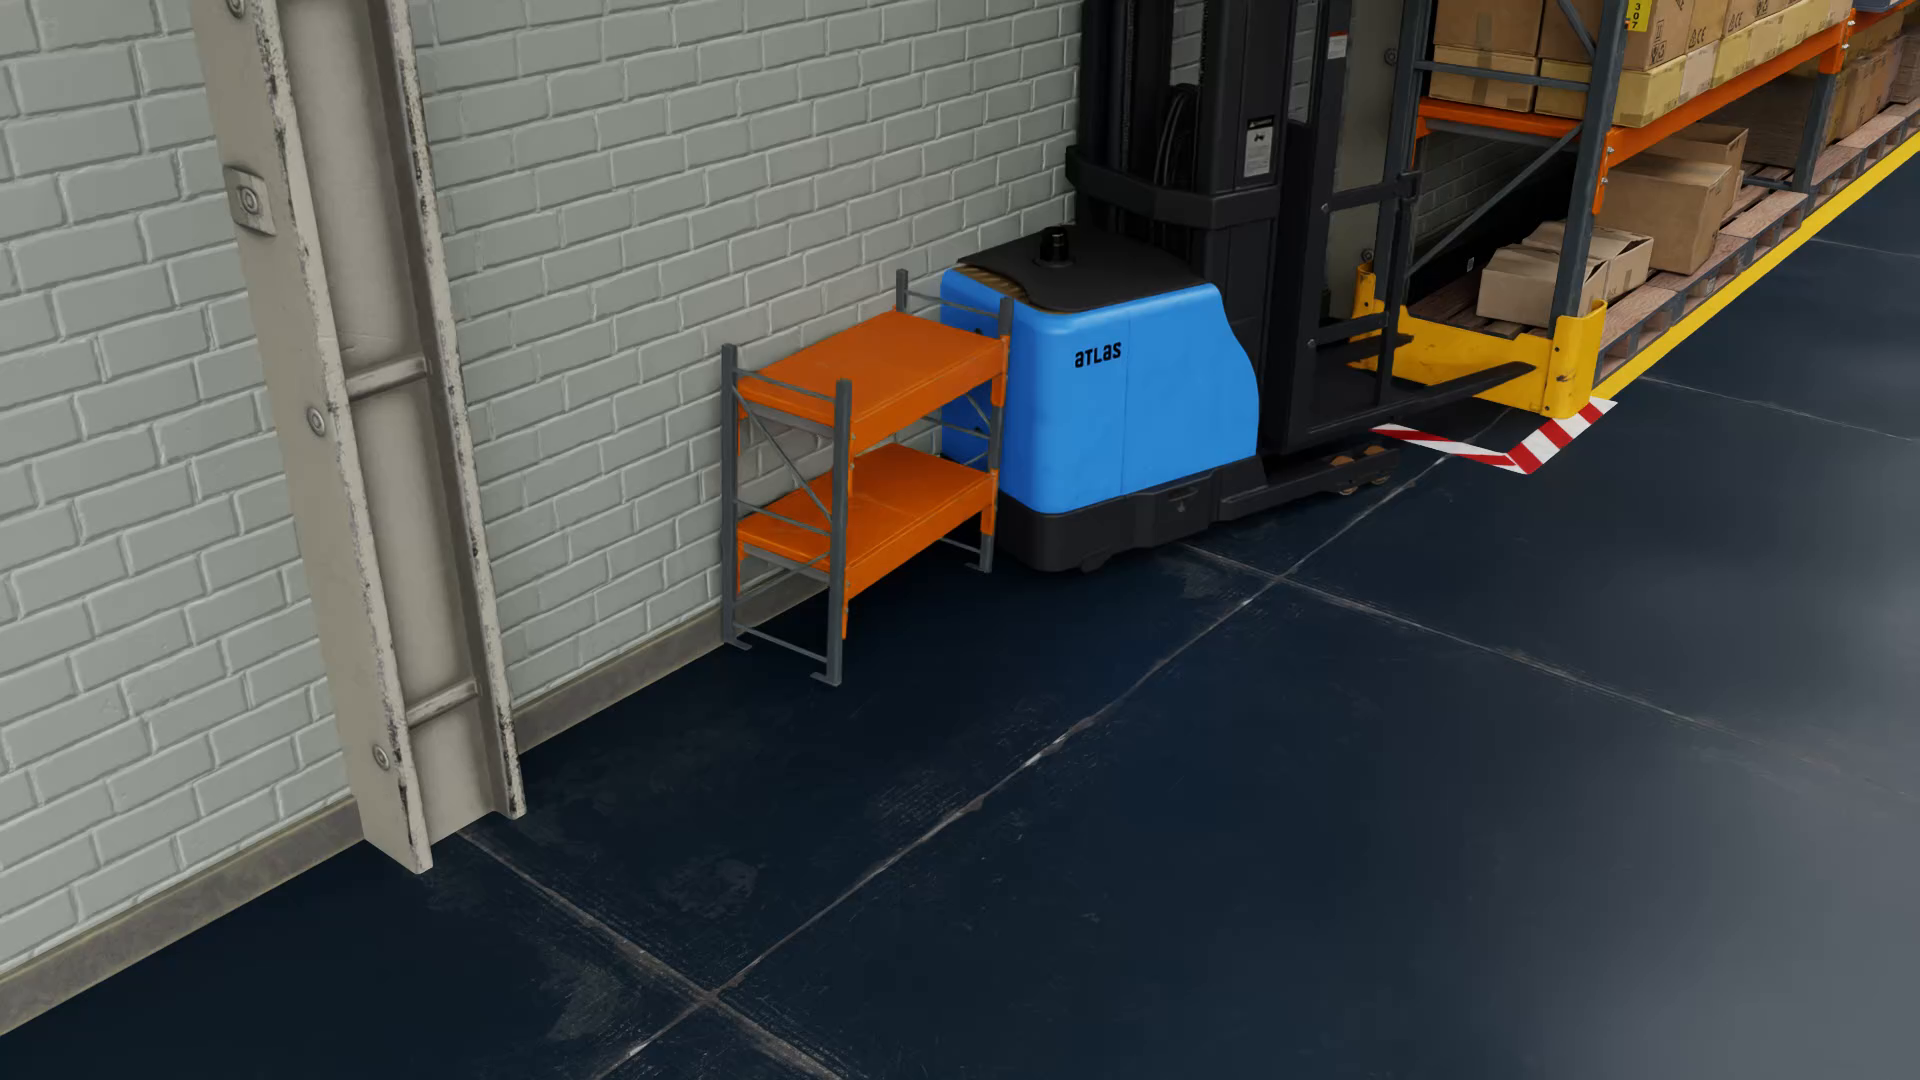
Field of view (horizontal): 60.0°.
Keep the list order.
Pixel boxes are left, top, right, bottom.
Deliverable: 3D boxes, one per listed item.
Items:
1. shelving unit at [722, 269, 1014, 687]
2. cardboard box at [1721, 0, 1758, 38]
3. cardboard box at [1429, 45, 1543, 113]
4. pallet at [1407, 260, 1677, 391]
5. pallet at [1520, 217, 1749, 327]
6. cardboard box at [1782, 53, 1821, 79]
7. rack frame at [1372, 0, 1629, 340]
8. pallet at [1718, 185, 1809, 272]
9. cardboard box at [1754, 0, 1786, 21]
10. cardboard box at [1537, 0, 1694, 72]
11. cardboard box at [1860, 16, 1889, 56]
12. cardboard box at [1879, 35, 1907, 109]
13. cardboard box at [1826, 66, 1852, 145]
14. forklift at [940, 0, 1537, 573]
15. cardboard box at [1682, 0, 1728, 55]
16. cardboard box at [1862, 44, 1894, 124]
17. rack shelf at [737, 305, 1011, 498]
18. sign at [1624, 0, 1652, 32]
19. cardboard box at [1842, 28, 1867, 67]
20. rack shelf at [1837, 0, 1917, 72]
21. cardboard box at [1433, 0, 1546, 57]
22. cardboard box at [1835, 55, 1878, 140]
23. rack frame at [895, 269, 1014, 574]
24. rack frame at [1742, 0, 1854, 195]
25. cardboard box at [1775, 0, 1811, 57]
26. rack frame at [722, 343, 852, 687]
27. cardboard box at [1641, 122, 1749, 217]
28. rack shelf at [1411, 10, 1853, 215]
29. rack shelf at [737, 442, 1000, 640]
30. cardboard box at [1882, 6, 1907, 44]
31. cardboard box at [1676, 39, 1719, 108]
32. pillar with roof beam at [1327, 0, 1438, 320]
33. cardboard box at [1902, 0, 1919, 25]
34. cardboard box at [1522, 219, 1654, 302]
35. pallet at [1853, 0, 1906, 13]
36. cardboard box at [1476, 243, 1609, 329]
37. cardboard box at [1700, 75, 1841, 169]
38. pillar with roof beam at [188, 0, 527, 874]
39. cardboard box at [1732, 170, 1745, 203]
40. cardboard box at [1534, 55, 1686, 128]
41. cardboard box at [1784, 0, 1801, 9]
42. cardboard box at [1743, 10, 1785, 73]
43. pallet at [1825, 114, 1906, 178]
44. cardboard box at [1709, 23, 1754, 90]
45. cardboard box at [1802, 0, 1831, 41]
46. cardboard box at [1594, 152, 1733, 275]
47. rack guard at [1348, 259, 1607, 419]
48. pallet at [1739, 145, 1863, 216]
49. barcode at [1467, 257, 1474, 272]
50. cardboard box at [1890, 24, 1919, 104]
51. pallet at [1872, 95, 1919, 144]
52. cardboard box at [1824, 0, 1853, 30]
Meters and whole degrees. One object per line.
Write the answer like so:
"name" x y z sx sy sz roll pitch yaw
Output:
"shelving unit" -0.326 -0.256 5.968 0.538 1.125 1.048 19 31 26
"cardboard box" 3.653 -2.805 8.234 0.500 0.500 0.500 19 33 33
"cardboard box" 2.610 -2.260 7.995 0.500 0.250 0.500 21 34 35
"pallet" 3.054 -1.161 8.765 1.003 0.211 1.213 21 34 34
"pallet" 3.831 -1.592 9.597 1.003 0.211 1.213 21 34 34
"cardboard box" 5.739 -3.354 11.395 0.500 0.250 0.500 20 33 33
"rack frame" 2.462 -2.095 7.535 1.000 3.000 0.127 21 34 34
"pallet" 4.606 -2.026 10.437 1.003 0.211 1.213 21 34 34
"cardboard box" 3.972 -2.992 8.594 0.500 0.500 0.500 22 35 36
"cardboard box" 2.998 -2.452 7.550 0.500 0.500 0.500 21 34 34
"cardboard box" 6.399 -3.712 12.085 0.500 0.250 0.500 21 34 34
"cardboard box" 6.716 -3.597 12.681 0.700 0.500 0.500 21 34 34
"cardboard box" 5.752 -3.062 11.646 0.700 0.500 0.500 20 33 33
"forklift" 1.296 -1.680 6.807 3.031 2.935 1.130 -17 32 -29
"cardboard box" 3.320 -2.624 7.883 0.500 0.500 0.500 21 34 35
"cardboard box" 6.421 -3.413 12.324 0.700 0.500 0.500 21 34 34
"rack shelf" -0.307 -0.514 5.833 0.538 0.278 1.000 19 31 26
"sign" 2.881 -2.321 7.030 0.100 0.325 0.005 21 34 34
"cardboard box" 6.067 -3.540 11.754 0.500 0.250 0.500 20 33 33
"rack shelf" 6.279 -3.903 11.813 1.077 0.370 4.000 21 34 34
"cardboard box" 2.598 -2.600 7.836 0.500 0.500 0.500 20 34 34
"cardboard box" 6.107 -3.231 11.973 0.700 0.500 0.500 21 34 35
"rack frame" -0.059 -0.441 6.359 0.500 1.125 0.032 19 31 26
"rack frame" 5.006 -3.513 10.277 1.000 3.000 0.127 21 34 34
"cardboard box" 4.308 -2.842 9.120 0.500 0.250 0.500 21 34 34
"rack frame" -0.593 -0.070 5.578 0.500 1.125 0.032 19 31 26
"cardboard box" 4.377 -2.219 10.016 0.500 0.500 0.500 18 32 31
"rack shelf" 3.734 -2.485 9.071 1.077 0.370 4.000 21 34 34
"rack shelf" -0.342 -0.039 6.082 0.538 0.278 1.000 19 31 26
"cardboard box" 6.722 -3.895 12.441 0.500 0.250 0.500 21 34 35
"cardboard box" 3.337 -2.306 8.084 0.500 0.250 0.500 20 33 33
"pillar with roof beam" 5.562 -4.002 4.693 9.100 9.000 0.400 21 34 34
"cardboard box" 8.120 -4.386 13.845 0.750 0.750 0.750 20 34 34
"cardboard box" 3.334 -1.517 8.866 0.500 0.311 0.500 24 36 38
"pallet" 5.605 -3.656 10.762 1.003 0.211 1.213 21 34 34
"cardboard box" 2.972 -1.315 8.475 0.500 0.311 0.500 17 32 29
"cardboard box" 5.462 -2.864 11.264 0.700 0.500 0.500 22 35 36
"pillar with roof beam" 1.745 -1.875 0.581 9.100 9.000 0.400 21 34 34
"cardboard box" 4.689 -2.252 10.443 0.380 0.166 0.250 16 31 28
"cardboard box" 3.018 -2.117 7.720 0.500 0.250 0.500 20 33 33
"cardboard box" 4.303 -3.177 8.951 0.500 0.500 0.500 20 33 33
"cardboard box" 3.989 -2.663 8.775 0.500 0.250 0.500 21 34 35
"pallet" 6.276 -2.986 12.292 1.003 0.211 1.213 21 34 34
"cardboard box" 3.665 -2.485 8.430 0.500 0.250 0.500 20 34 34
"cardboard box" 4.616 -3.025 9.474 0.500 0.250 0.500 21 34 35
"cardboard box" 3.839 -1.847 9.297 0.700 0.500 0.500 18 33 31
"rack guard" 2.510 -1.012 8.162 1.175 0.500 0.348 21 34 34
"pallet" 5.500 -2.551 11.452 1.003 0.211 1.213 21 34 34
"barcode" 2.675 -1.443 8.712 0.001 0.075 0.075 21 34 34
"cardboard box" 7.133 -3.746 12.968 0.700 0.500 0.500 21 34 35
"pallet" 7.052 -3.416 13.124 1.003 0.211 1.213 21 34 34
"cardboard box" 4.939 -3.199 9.811 0.500 0.250 0.500 21 34 35
